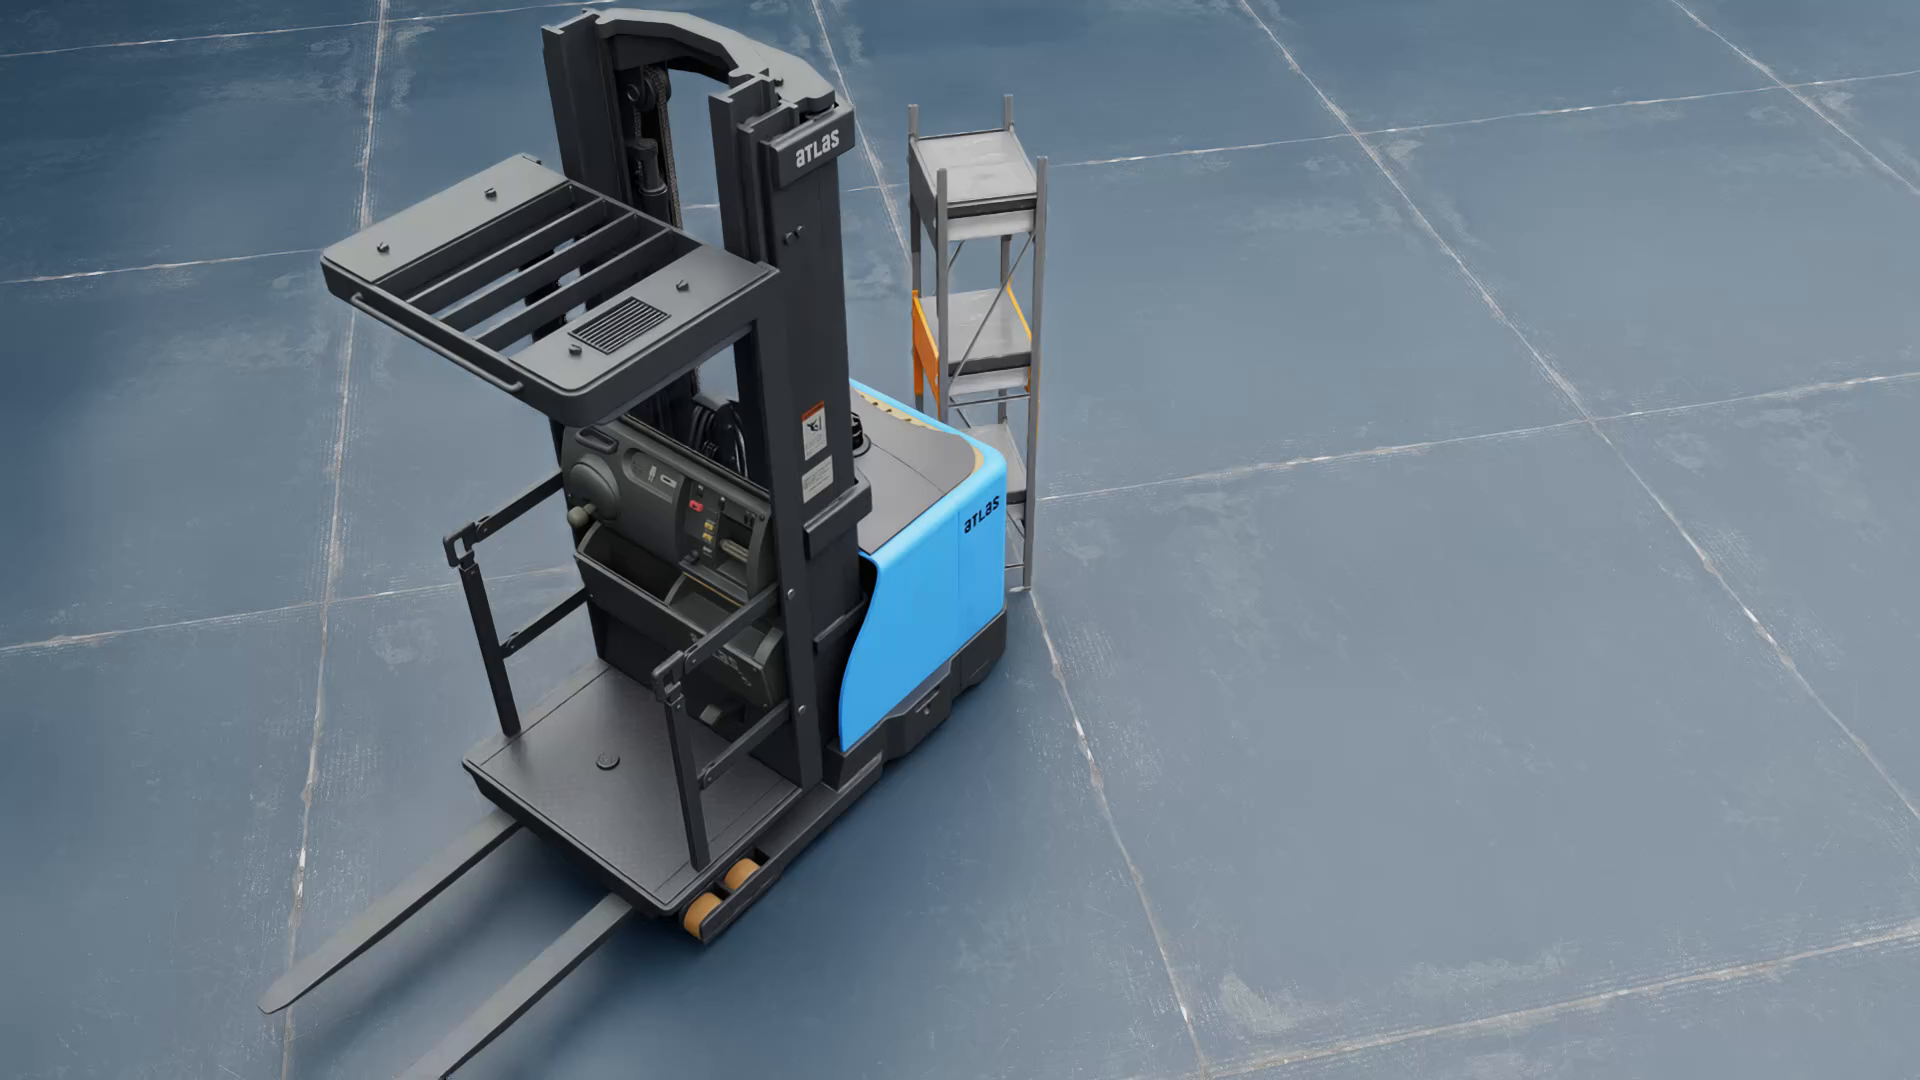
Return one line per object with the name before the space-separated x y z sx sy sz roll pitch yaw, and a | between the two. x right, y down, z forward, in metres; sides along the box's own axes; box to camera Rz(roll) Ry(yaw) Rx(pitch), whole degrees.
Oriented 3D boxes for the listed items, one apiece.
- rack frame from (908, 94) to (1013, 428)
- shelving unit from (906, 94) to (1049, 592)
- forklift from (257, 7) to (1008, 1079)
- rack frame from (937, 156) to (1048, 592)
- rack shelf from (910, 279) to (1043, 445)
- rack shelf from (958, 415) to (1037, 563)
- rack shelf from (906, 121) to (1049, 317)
rack frame | 0.004 -0.859 6.918 0.400 2.100 0.015 -9 42 -10
shelving unit | 0.060 -0.702 6.740 0.431 2.100 0.503 -9 42 -10
forklift | -1.115 -0.049 5.379 1.130 2.935 3.031 28 49 28
rack frame | 0.115 -0.544 6.563 0.400 2.100 0.015 -9 42 -10
rack shelf | 0.060 -0.691 6.750 0.431 0.518 0.480 -9 42 -10
rack shelf | 0.060 -0.168 7.214 0.431 0.518 0.480 -9 42 -10
rack shelf | 0.060 -1.215 6.285 0.431 0.518 0.480 -9 42 -10
